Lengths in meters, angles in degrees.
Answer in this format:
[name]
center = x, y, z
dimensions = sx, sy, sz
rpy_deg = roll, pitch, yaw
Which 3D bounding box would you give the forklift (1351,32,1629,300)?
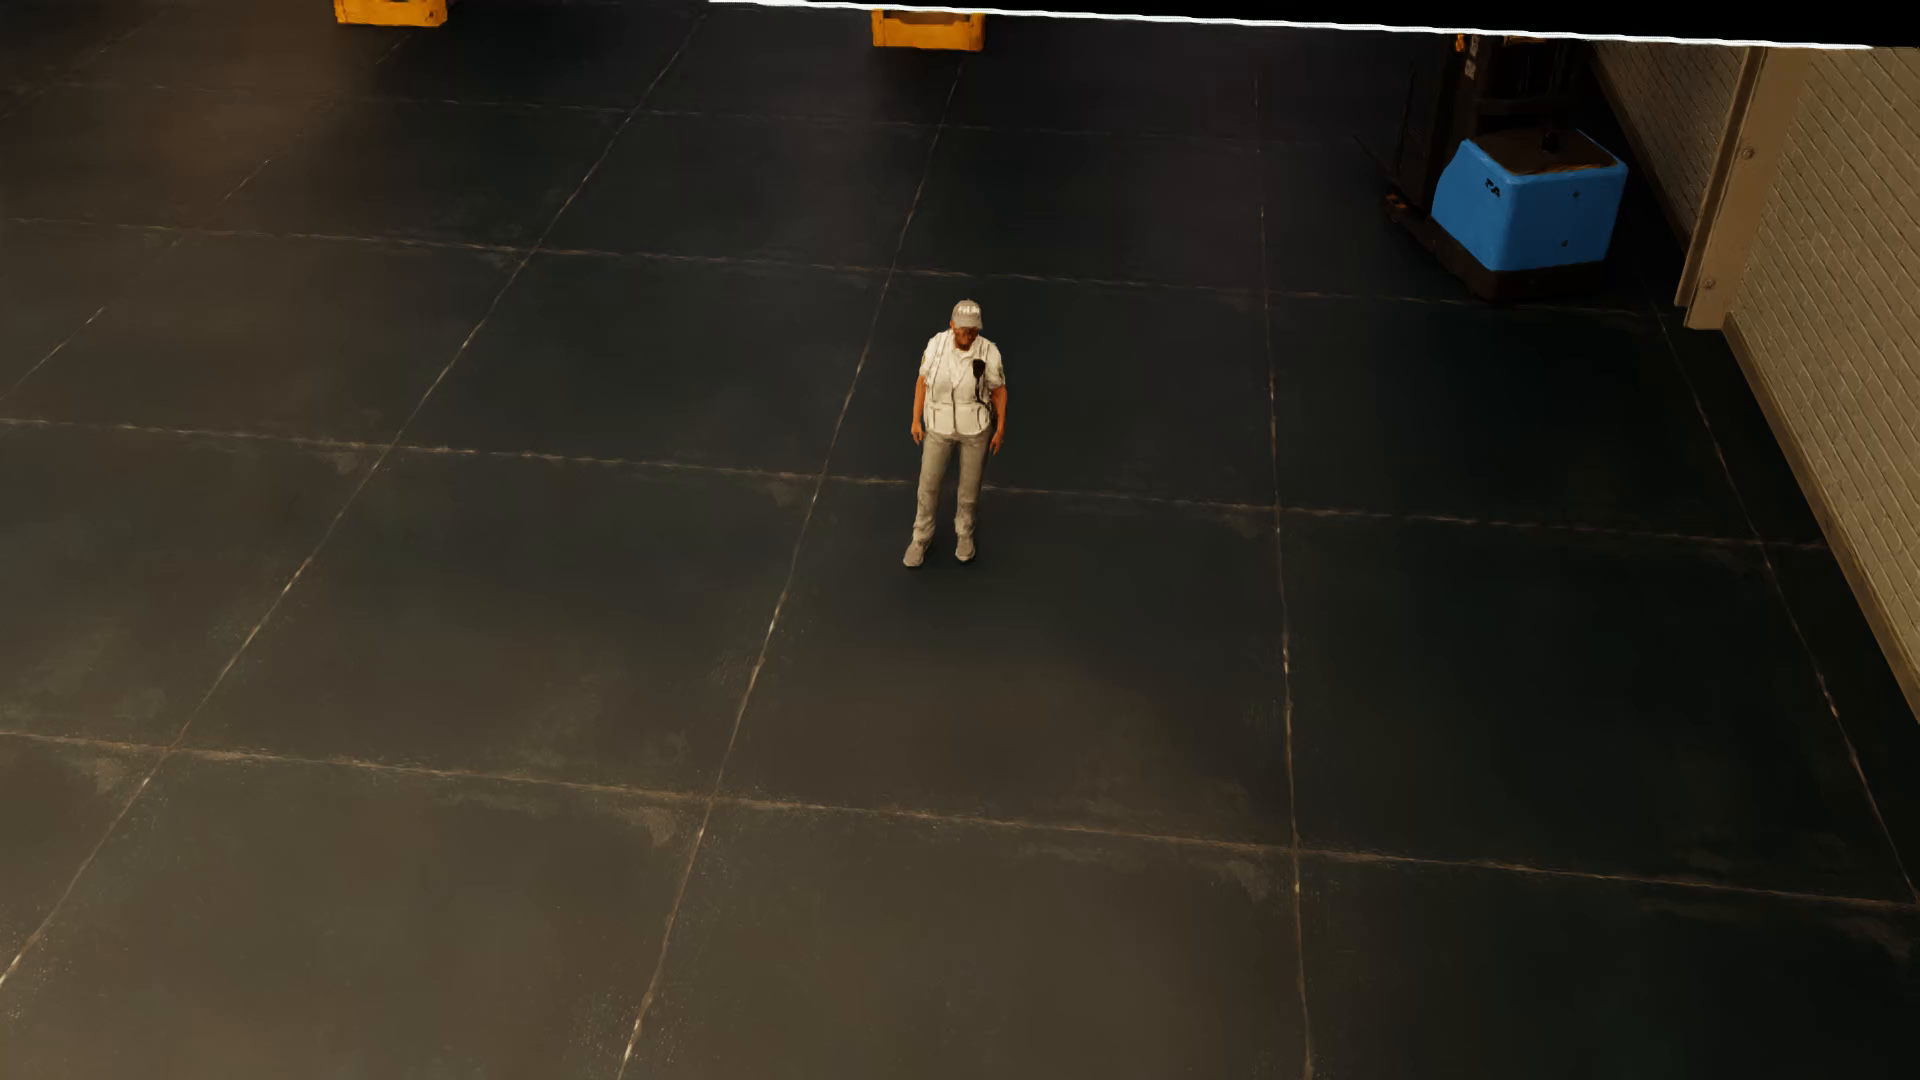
[forklift]
center = 4.239, -3.916, 13.342
dimensions = 1.130, 2.935, 3.031
rpy_deg = -8, 37, -10

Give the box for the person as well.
[person]
center = -0.032, -0.633, 9.942
dimensions = 0.598, 1.669, 0.529
rpy_deg = 4, 37, 6
